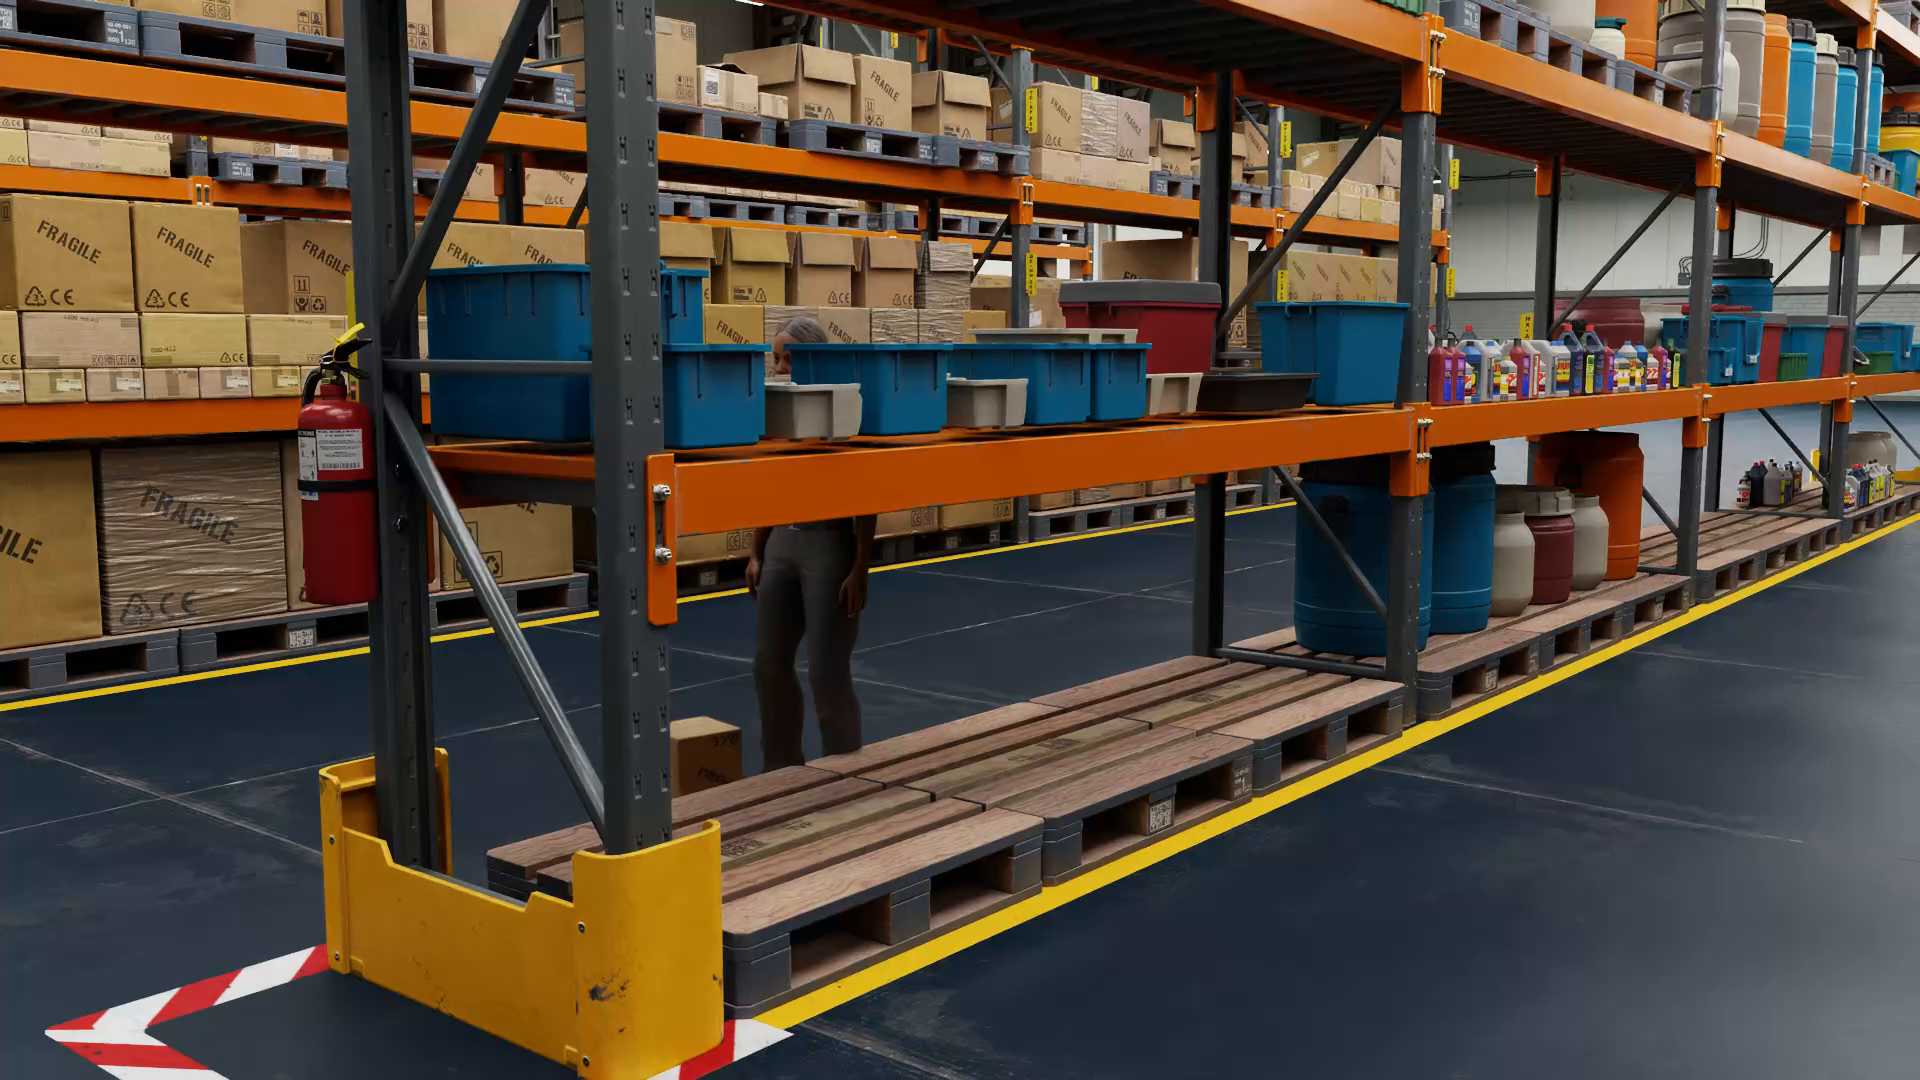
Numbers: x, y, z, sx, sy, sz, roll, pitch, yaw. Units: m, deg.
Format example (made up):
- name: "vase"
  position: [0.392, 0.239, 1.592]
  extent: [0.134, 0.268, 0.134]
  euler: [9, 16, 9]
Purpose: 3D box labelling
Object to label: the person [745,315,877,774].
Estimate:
- name: "person"
  position: [-0.514, 0.085, 5.546]
  extent: [0.528, 1.653, 0.350]
  euler: [5, 8, 35]
